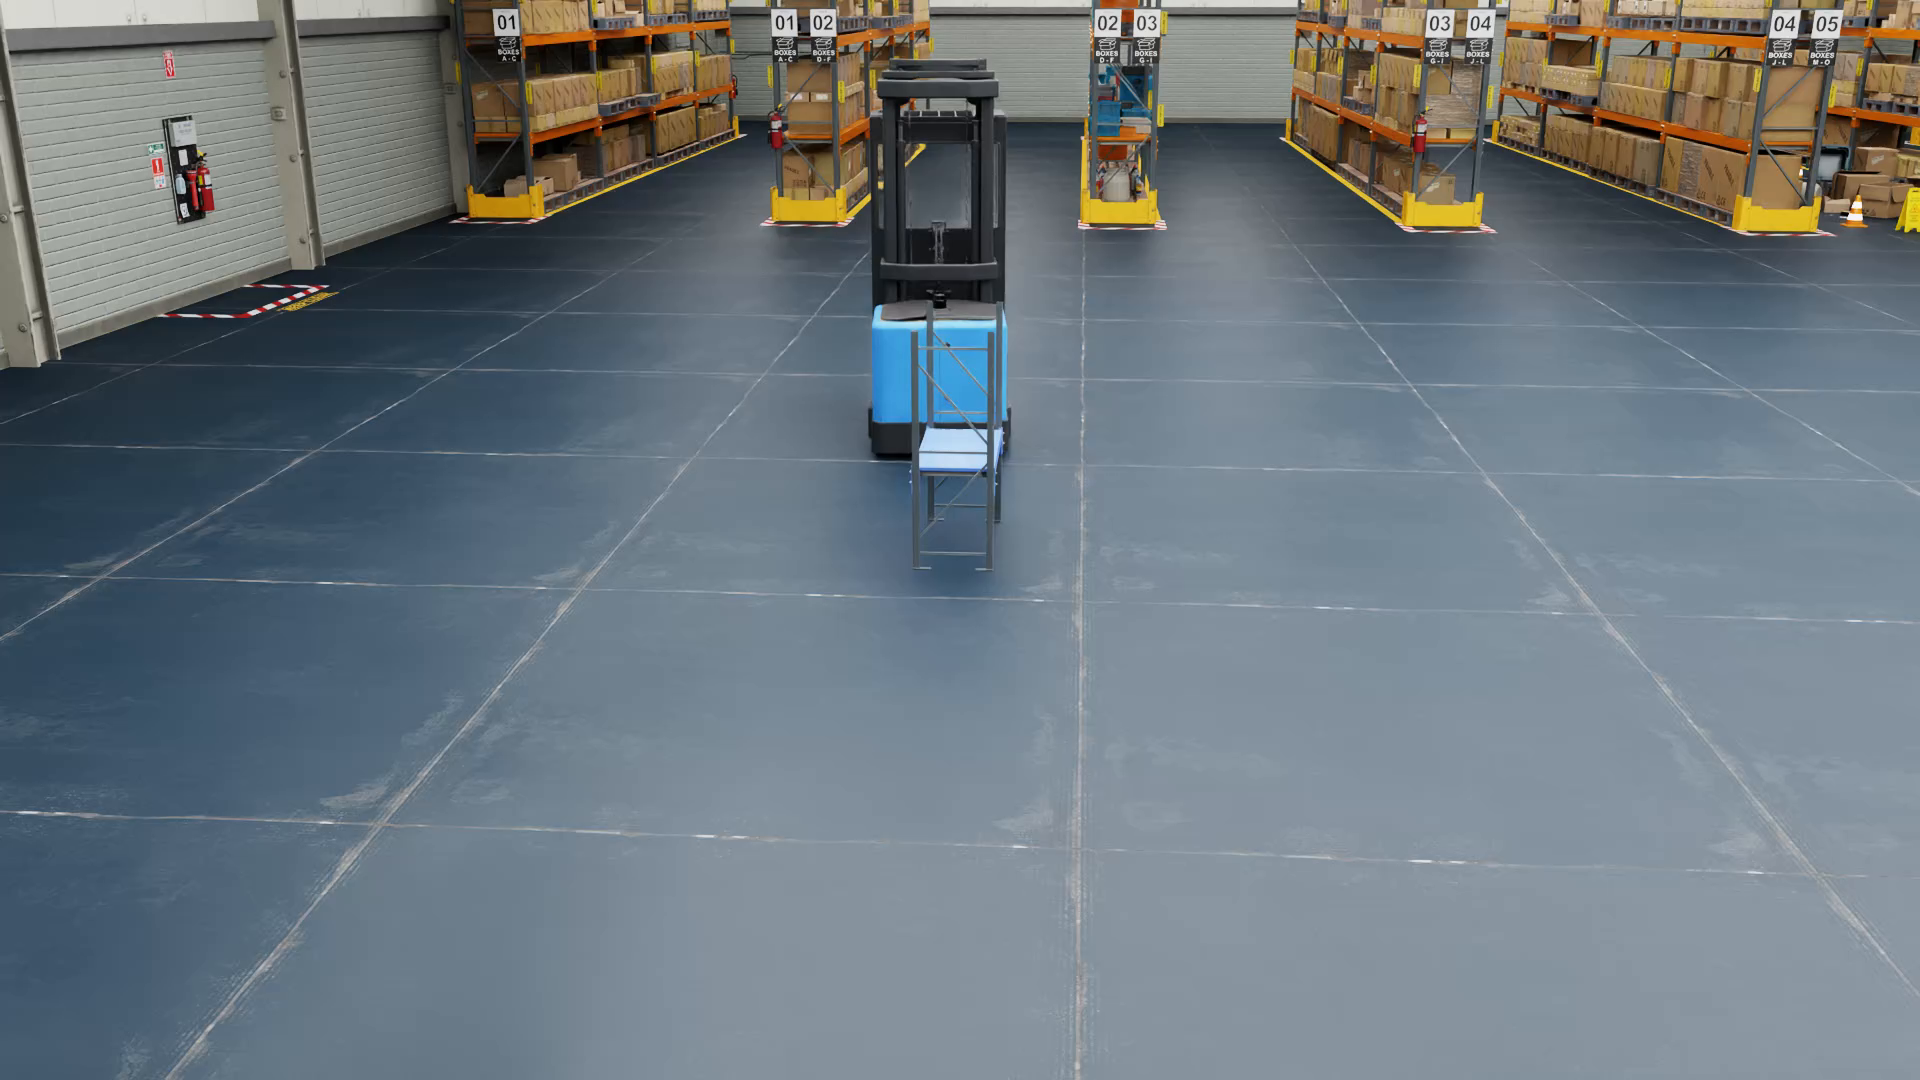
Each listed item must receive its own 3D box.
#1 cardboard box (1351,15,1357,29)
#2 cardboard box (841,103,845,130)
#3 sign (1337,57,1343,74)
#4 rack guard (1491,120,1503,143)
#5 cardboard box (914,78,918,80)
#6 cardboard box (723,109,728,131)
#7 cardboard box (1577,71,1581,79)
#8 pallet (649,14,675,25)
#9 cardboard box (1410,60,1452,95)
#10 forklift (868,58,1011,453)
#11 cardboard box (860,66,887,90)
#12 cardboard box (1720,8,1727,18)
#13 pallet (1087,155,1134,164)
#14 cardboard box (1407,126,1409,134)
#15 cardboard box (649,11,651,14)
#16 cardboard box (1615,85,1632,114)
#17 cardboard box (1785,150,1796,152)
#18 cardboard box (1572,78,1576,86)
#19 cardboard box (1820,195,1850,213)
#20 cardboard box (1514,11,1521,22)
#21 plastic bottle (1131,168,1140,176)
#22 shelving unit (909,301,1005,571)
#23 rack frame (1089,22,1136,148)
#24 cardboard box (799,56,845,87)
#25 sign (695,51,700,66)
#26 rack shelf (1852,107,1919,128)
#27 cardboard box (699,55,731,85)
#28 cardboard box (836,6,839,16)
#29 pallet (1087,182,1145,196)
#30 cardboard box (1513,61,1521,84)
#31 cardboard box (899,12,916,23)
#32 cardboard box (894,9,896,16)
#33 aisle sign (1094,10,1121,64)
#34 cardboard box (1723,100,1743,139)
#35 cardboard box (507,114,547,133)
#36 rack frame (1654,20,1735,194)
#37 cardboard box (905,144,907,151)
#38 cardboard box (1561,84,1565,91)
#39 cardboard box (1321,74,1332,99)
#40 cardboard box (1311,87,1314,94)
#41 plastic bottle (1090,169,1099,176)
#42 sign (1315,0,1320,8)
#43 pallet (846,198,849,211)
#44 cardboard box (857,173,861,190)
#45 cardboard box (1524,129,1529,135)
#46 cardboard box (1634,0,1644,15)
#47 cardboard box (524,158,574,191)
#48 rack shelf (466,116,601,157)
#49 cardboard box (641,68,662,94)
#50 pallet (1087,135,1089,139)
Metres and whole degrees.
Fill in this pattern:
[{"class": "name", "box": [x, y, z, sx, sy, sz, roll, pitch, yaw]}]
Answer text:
[{"class": "cardboard box", "box": [7.730, -9.851, 31.592, 0.500, 0.250, 0.500, 2, 18, 5]}, {"class": "cardboard box", "box": [-2.279, -7.043, 27.440, 0.700, 0.500, 0.500, 1, 18, 4]}, {"class": "sign", "box": [7.501, -9.358, 32.804, 0.100, 0.325, 0.005, 1, 18, 4]}, {"class": "rack guard", "box": [13.563, -9.927, 40.416, 1.175, 0.500, 0.348, 1, 18, 4]}, {"class": "cardboard box", "box": [-1.231, -10.460, 37.869, 0.500, 0.500, 0.500, 2, 18, 5]}, {"class": "cardboard box", "box": [-6.144, -10.404, 41.199, 0.700, 0.500, 0.500, 1, 18, 4]}, {"class": "cardboard box", "box": [12.612, -9.339, 33.379, 0.380, 0.149, 0.250, 2, 18, 6]}, {"class": "pallet", "box": [-6.697, -11.012, 35.199, 1.003, 0.211, 1.213, 2, 18, 6]}, {"class": "cardboard box", "box": [7.274, -7.152, 25.688, 0.500, 0.500, 0.500, 1, 18, 4]}, {"class": "forklift", "box": [-0.180, -2.459, 13.722, 1.130, 2.935, 3.031, 0, 18, -1]}, {"class": "cardboard box", "box": [-1.893, -9.464, 34.152, 0.700, 0.500, 0.500, -5, 19, -15]}, {"class": "cardboard box", "box": [12.217, -8.307, 26.209, 0.380, 0.149, 0.250, 2, 18, 5]}, {"class": "pallet", "box": [3.129, -7.827, 34.472, 1.003, 0.211, 1.213, 1, 18, 4]}, {"class": "cardboard box", "box": [7.314, -6.519, 26.404, 0.380, 0.149, 0.250, 1, 18, 4]}, {"class": "cardboard box", "box": [-6.804, -11.127, 34.381, 0.700, 0.500, 0.500, 0, 18, 1]}, {"class": "cardboard box", "box": [12.623, -8.253, 31.134, 0.500, 0.500, 0.500, 1, 18, 4]}, {"class": "cardboard box", "box": [18.261, -8.813, 35.739, 0.875, 0.875, 0.875, 2, 18, 6]}, {"class": "cardboard box", "box": [12.628, -9.282, 33.683, 0.380, 0.149, 0.250, 1, 18, 4]}, {"class": "cardboard box", "box": [14.422, -5.537, 27.396, 0.396, 0.266, 0.258, 4, 19, 13]}, {"class": "cardboard box", "box": [13.239, -12.196, 38.748, 0.500, 0.250, 0.500, 2, 18, 6]}, {"class": "plastic bottle", "box": [3.032, -6.248, 28.722, 0.144, 0.351, 0.185, 1, 18, 4]}, {"class": "shelving unit", "box": [-0.006, -0.686, 10.609, 0.538, 1.500, 1.048, 1, 18, 4]}, {"class": "rack frame", "box": [3.401, -10.149, 37.079, 1.000, 3.000, 0.127, 1, 18, 4]}, {"class": "cardboard box", "box": [-2.282, -7.679, 27.297, 0.700, 0.500, 0.500, 1, 18, 4]}, {"class": "sign", "box": [-5.938, -10.874, 37.558, 0.100, 0.325, 0.005, 1, 18, 4]}, {"class": "rack shelf", "box": [17.796, -7.612, 30.491, 1.077, 0.370, 4.000, 1, 18, 4]}, {"class": "cardboard box", "box": [-6.220, -11.596, 41.014, 0.980, 0.700, 0.700, 2, 18, 6]}, {"class": "cardboard box", "box": [-2.139, -8.467, 26.634, 0.380, 0.149, 0.250, 1, 18, 4]}, {"class": "pallet", "box": [2.738, -6.132, 29.297, 1.003, 0.211, 1.213, 1, 18, 4]}, {"class": "cardboard box", "box": [13.200, -10.876, 38.658, 0.500, 0.500, 0.500, 2, 18, 5]}, {"class": "cardboard box", "box": [-1.257, -11.760, 37.420, 0.500, 0.250, 0.500, 1, 18, 4]}, {"class": "cardboard box", "box": [-1.792, -10.786, 34.045, 0.910, 0.500, 0.500, 1, 18, 4]}, {"class": "aisle sign", "box": [2.240, -7.642, 25.252, 0.394, 0.787, 0.004, 1, 18, 4]}, {"class": "cardboard box", "box": [12.420, -6.528, 25.788, 0.875, 0.550, 0.550, 1, 18, 4]}, {"class": "cardboard box", "box": [-6.989, -6.726, 26.841, 0.500, 0.250, 0.500, 1, 18, 2]}, {"class": "rack frame", "box": [12.708, -7.412, 28.725, 1.000, 3.000, 0.127, 1, 18, 4]}, {"class": "cardboard box", "box": [-1.403, -8.655, 35.828, 0.500, 0.500, 0.500, 1, 18, 2]}, {"class": "cardboard box", "box": [12.685, -9.381, 34.463, 0.380, 0.149, 0.250, 0, 18, 1]}, {"class": "cardboard box", "box": [7.988, -9.637, 35.356, 0.500, 0.500, 0.500, 1, 18, 3]}, {"class": "cardboard box", "box": [8.037, -10.021, 37.092, 0.380, 0.149, 0.250, 1, 18, 4]}, {"class": "plastic bottle", "box": [2.342, -6.315, 28.924, 0.144, 0.351, 0.185, 1, 18, 2]}, {"class": "sign", "box": [7.788, -11.759, 36.218, 0.100, 0.325, 0.005, 1, 18, 4]}, {"class": "pallet", "box": [-2.386, -5.447, 27.208, 1.003, 0.211, 1.213, 1, 18, 4]}, {"class": "cardboard box", "box": [-1.995, -6.209, 28.797, 0.500, 0.250, 0.500, 1, 18, 4]}, {"class": "cardboard box", "box": [13.110, -9.311, 37.947, 0.380, 0.149, 0.250, 2, 18, 5]}, {"class": "cardboard box", "box": [12.651, -9.749, 30.350, 0.500, 0.311, 0.500, 1, 18, 3]}, {"class": "cardboard box", "box": [-7.058, -6.281, 28.582, 0.700, 0.500, 0.500, 0, 18, 0]}, {"class": "rack shelf", "box": [-7.197, -6.922, 28.387, 1.077, 0.370, 4.000, 1, 18, 4]}, {"class": "cardboard box", "box": [-6.477, -9.471, 34.340, 0.500, 0.500, 0.500, 2, 18, 6]}, {"class": "pallet", "box": [3.500, -9.433, 39.372, 1.003, 0.211, 1.213, 1, 18, 4]}]
